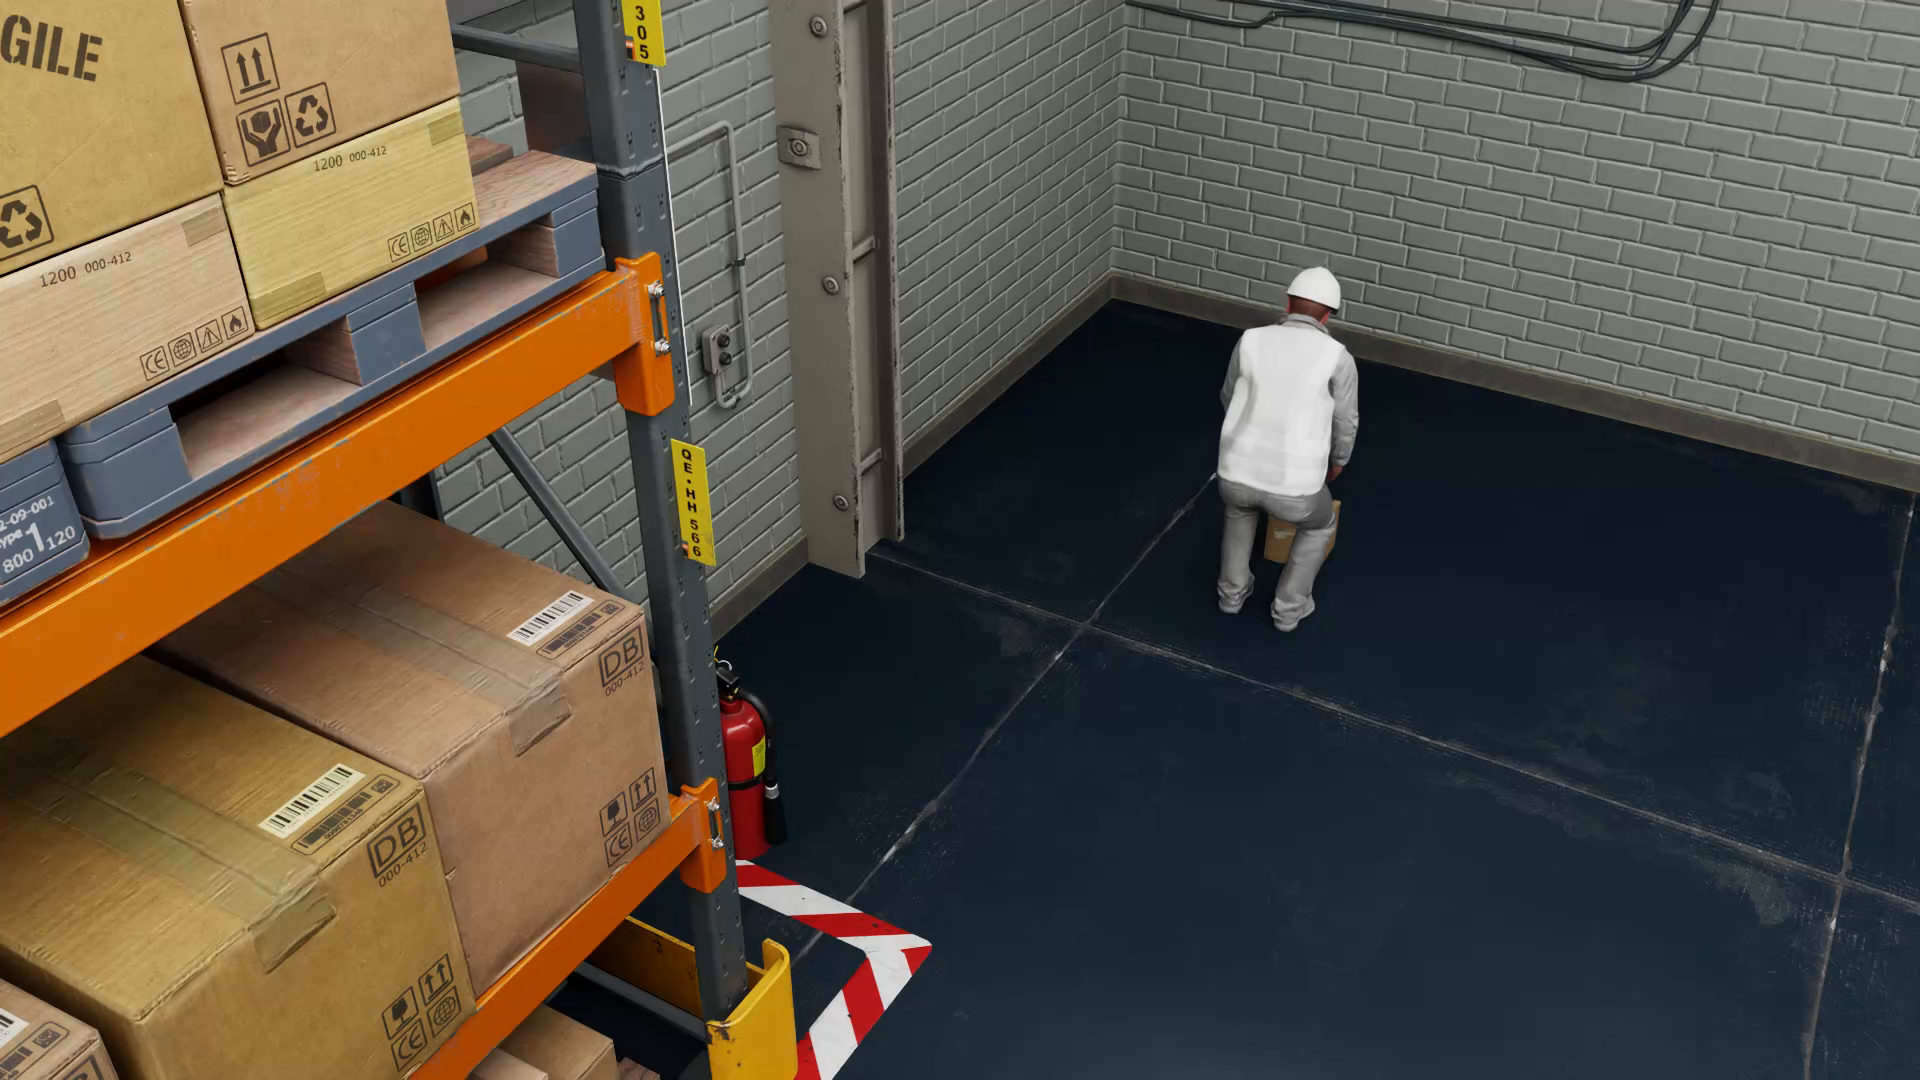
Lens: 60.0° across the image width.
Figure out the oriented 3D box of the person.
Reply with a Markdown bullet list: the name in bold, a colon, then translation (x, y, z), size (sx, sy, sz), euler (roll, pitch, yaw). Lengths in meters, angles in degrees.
- **person**: translation (1.343, -0.352, 6.913), size (0.546, 1.478, 0.734), euler (18, 38, 25)
